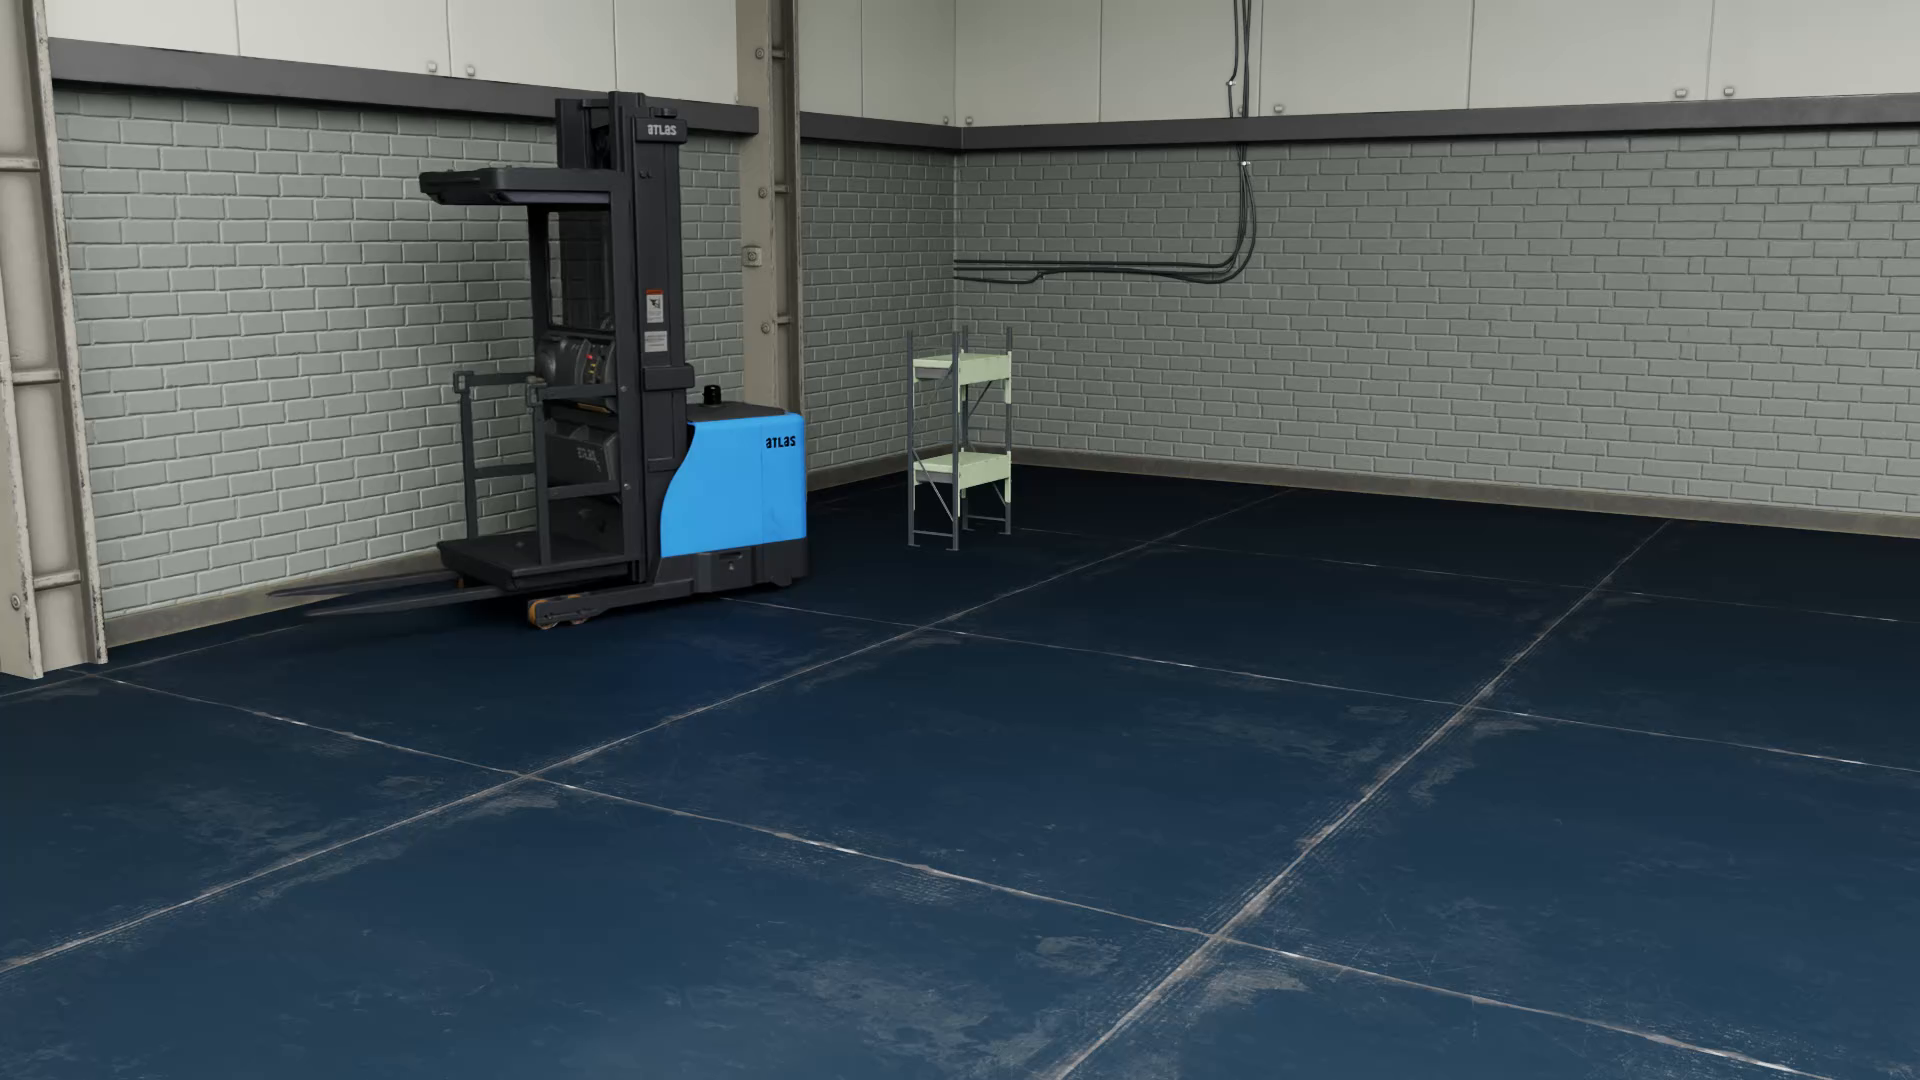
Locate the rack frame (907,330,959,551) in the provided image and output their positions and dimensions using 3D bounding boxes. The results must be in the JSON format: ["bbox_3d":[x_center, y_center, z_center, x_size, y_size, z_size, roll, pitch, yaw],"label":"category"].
[{"bbox_3d":[-0.187,-0.681,11.429,0.400,1.500,0.023,6,12,31],"label":"rack frame"}]

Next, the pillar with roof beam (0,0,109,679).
[{"bbox_3d":[-0.919,-3.370,5.416,9.100,9.000,0.400,6,12,31],"label":"pillar with roof beam"}]

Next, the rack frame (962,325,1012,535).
[{"bbox_3d":[0.193,-0.796,12.044,0.400,1.500,0.023,6,12,31],"label":"rack frame"}]

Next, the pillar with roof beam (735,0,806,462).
[{"bbox_3d":[2.196,-4.314,10.457,9.100,9.000,0.400,6,12,31],"label":"pillar with roof beam"}]

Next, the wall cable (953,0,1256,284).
[{"bbox_3d":[1.176,-3.536,14.739,3.097,2.526,0.112,6,12,31],"label":"wall cable"}]

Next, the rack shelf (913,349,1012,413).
[{"bbox_3d":[0.003,-1.122,11.664,0.431,0.370,0.720,6,12,31],"label":"rack shelf"}]

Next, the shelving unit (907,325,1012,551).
[{"bbox_3d":[0.003,-0.738,11.736,0.431,1.500,0.755,6,12,31],"label":"shelving unit"}]

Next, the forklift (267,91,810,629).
[{"bbox_3d":[-2.400,-1.054,9.535,3.031,2.935,1.130,-8,14,-38],"label":"forklift"}]

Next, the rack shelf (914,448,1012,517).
[{"bbox_3d":[0.003,-0.418,11.796,0.431,0.370,0.720,6,12,31],"label":"rack shelf"}]
